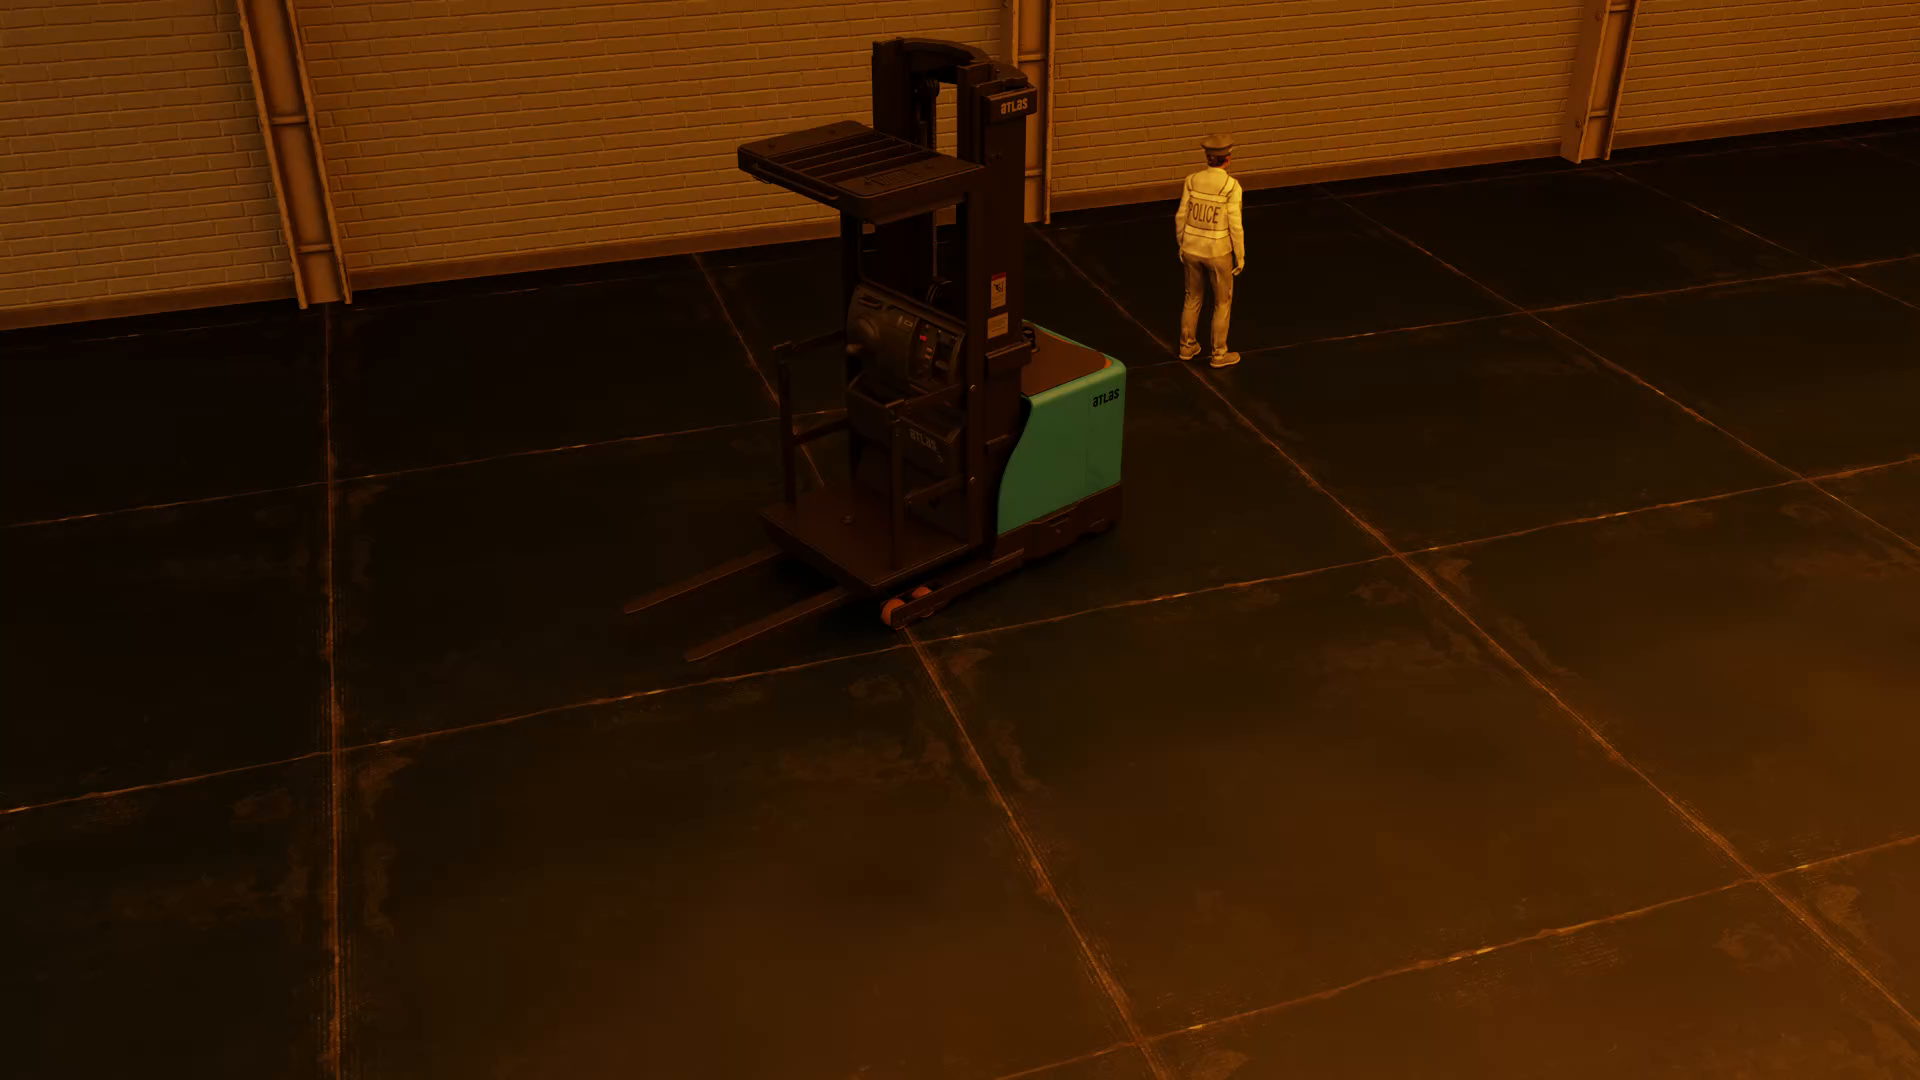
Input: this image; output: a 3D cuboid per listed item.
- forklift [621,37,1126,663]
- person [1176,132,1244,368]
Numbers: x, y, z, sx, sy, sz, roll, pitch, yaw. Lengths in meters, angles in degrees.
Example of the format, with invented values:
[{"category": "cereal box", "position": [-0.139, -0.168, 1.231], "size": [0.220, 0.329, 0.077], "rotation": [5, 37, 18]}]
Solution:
[{"category": "forklift", "position": [-0.461, -1.072, 8.951], "size": [3.031, 2.935, 1.130], "rotation": [-23, 37, -34]}, {"category": "person", "position": [1.794, -2.065, 11.949], "size": [0.529, 1.664, 0.375], "rotation": [19, 35, 30]}]
